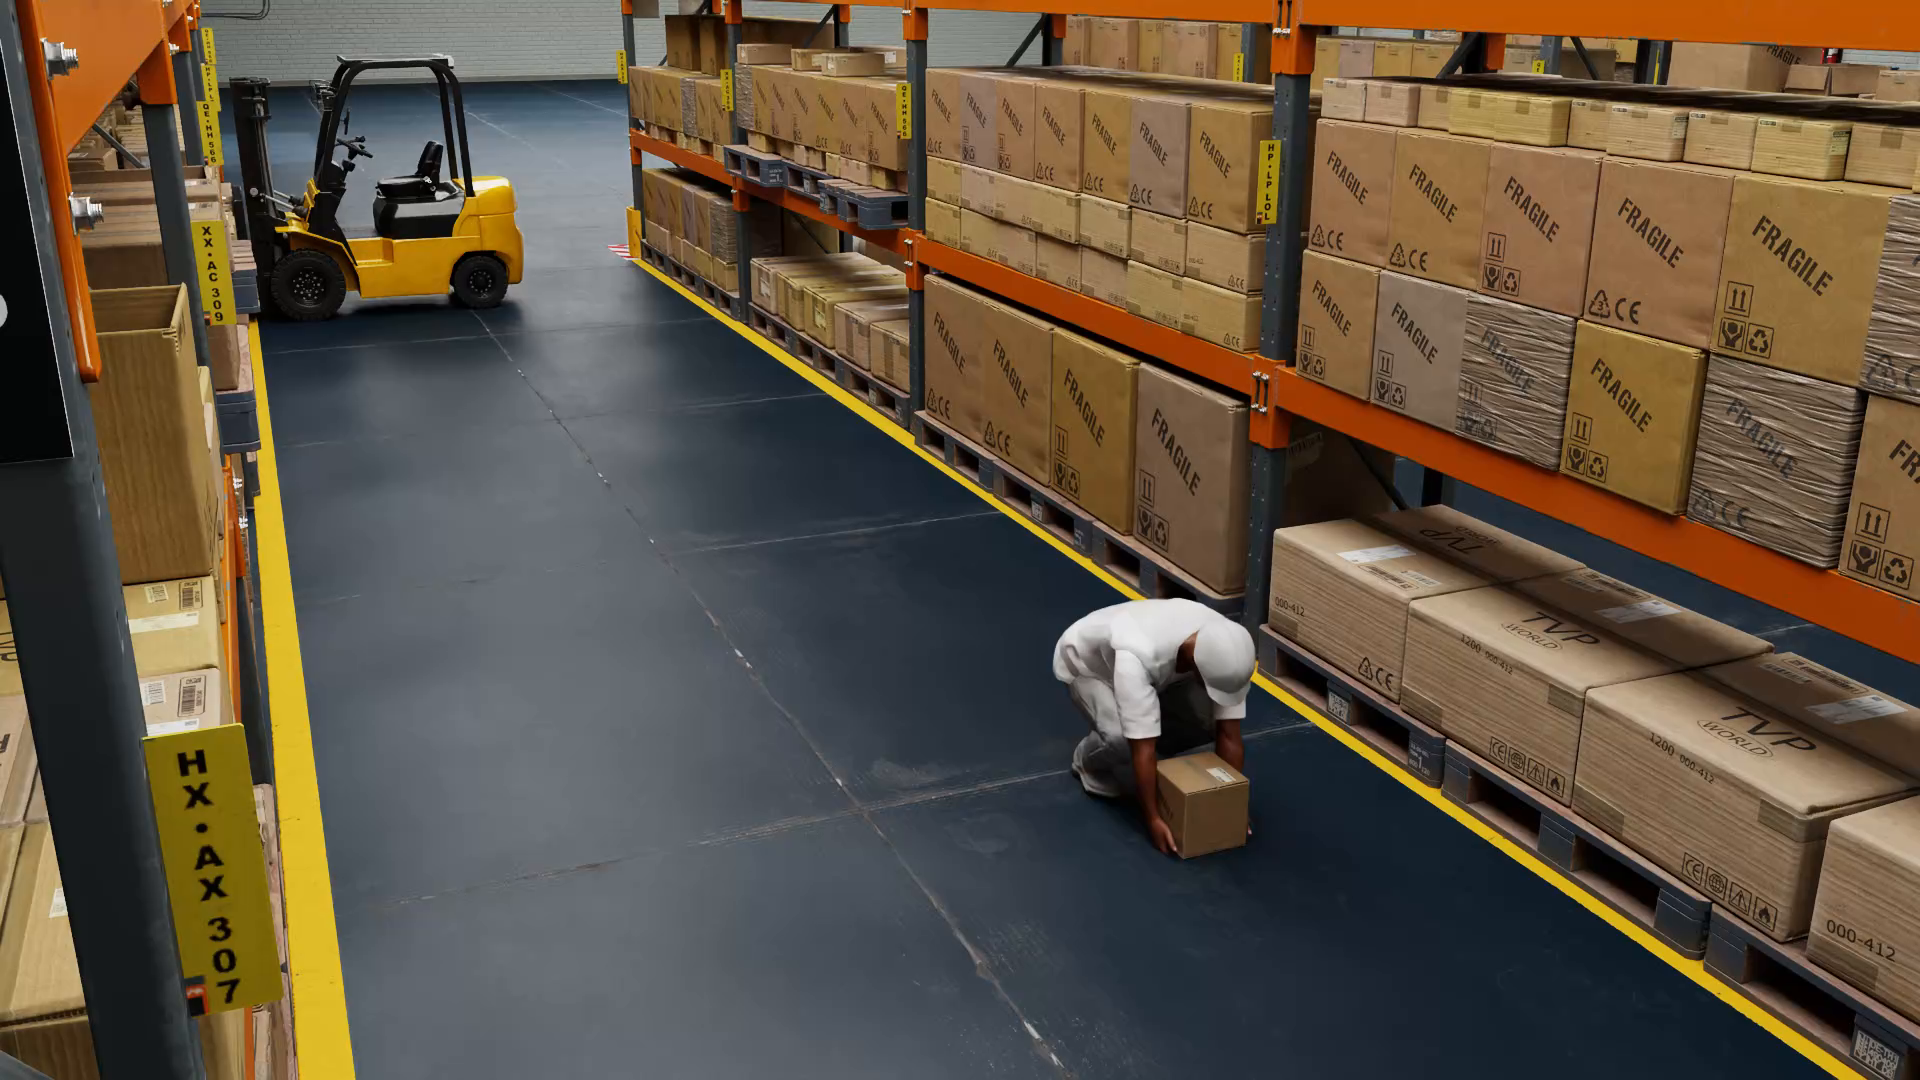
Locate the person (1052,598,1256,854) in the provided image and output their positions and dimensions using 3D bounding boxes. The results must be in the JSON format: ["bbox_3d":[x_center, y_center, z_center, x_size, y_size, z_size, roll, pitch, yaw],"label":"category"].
[{"bbox_3d":[0.716,0.593,5.922,0.542,0.896,0.928,-8,20,-22],"label":"person"}]
